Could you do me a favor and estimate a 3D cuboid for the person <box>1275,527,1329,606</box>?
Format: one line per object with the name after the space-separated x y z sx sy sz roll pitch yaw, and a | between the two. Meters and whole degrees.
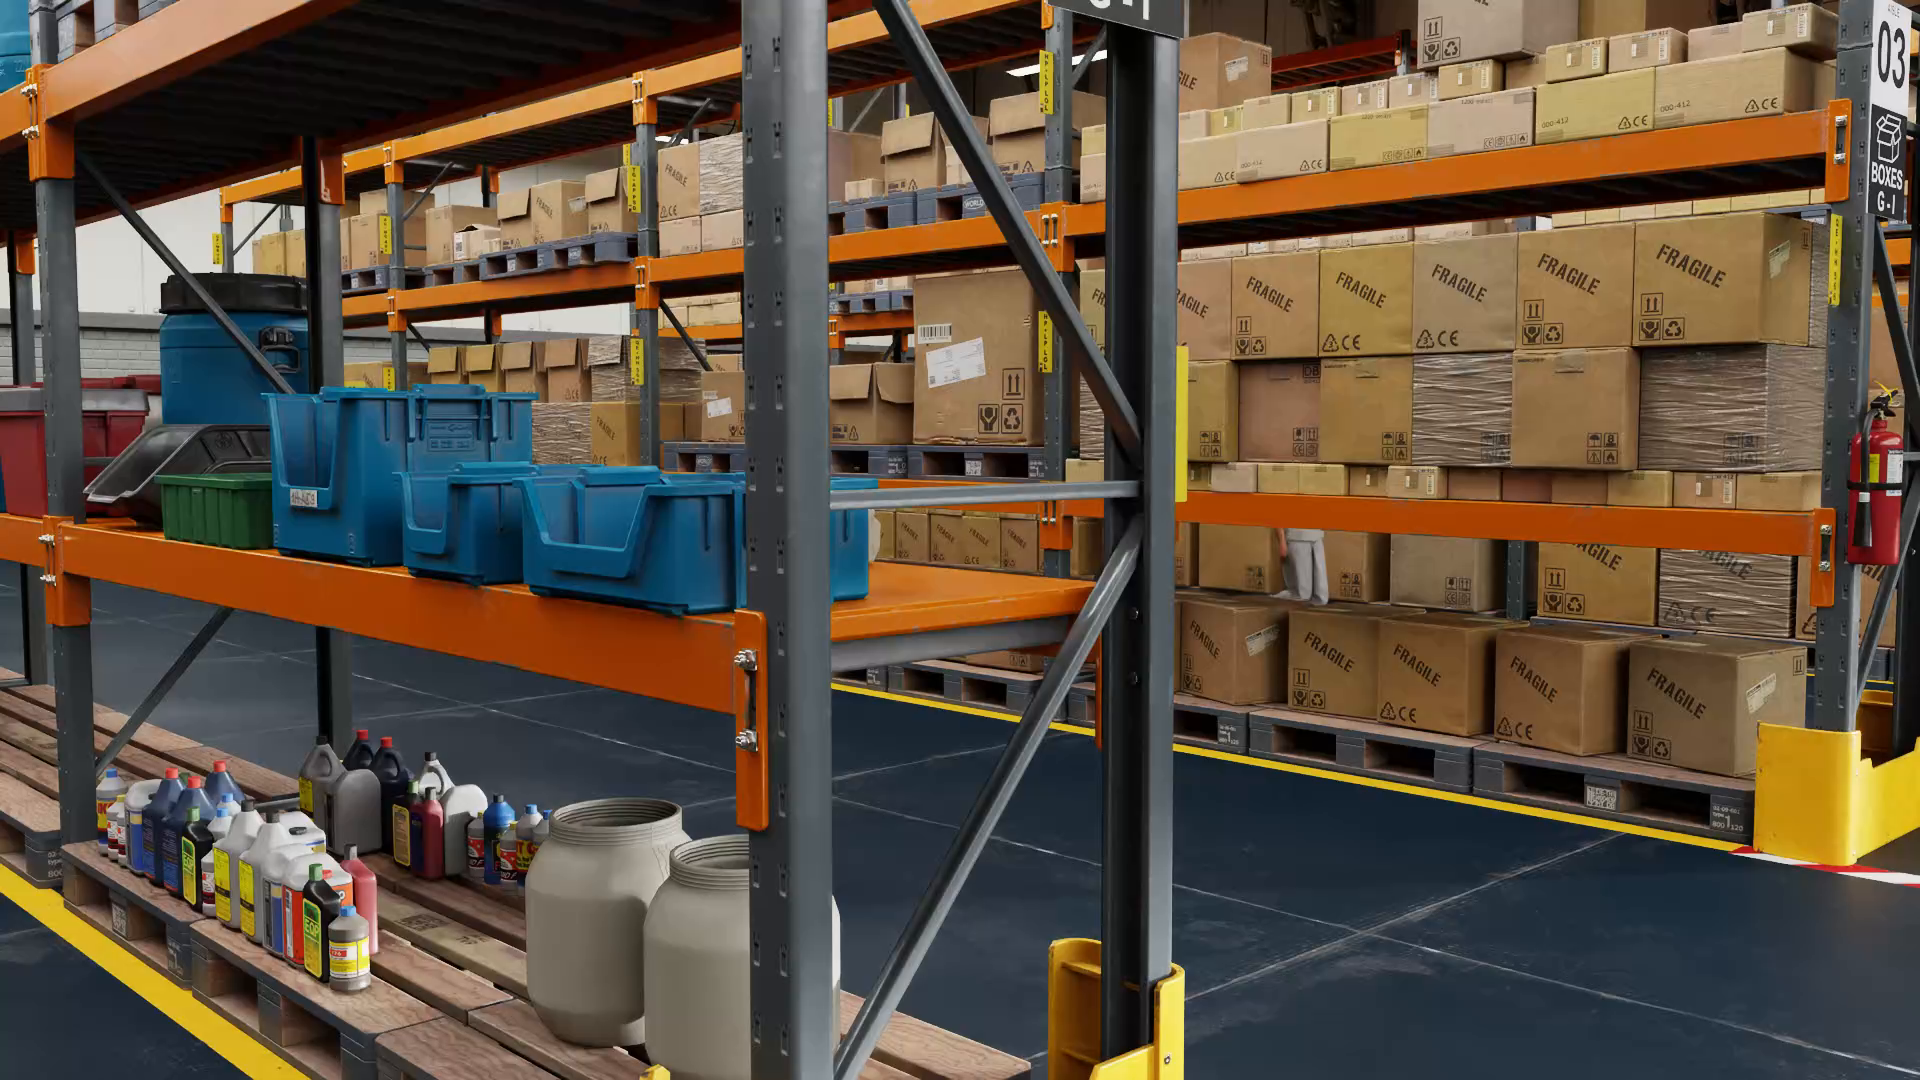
2.224 0.024 11.100 0.443 1.633 0.647 -4 6 -44 | person
